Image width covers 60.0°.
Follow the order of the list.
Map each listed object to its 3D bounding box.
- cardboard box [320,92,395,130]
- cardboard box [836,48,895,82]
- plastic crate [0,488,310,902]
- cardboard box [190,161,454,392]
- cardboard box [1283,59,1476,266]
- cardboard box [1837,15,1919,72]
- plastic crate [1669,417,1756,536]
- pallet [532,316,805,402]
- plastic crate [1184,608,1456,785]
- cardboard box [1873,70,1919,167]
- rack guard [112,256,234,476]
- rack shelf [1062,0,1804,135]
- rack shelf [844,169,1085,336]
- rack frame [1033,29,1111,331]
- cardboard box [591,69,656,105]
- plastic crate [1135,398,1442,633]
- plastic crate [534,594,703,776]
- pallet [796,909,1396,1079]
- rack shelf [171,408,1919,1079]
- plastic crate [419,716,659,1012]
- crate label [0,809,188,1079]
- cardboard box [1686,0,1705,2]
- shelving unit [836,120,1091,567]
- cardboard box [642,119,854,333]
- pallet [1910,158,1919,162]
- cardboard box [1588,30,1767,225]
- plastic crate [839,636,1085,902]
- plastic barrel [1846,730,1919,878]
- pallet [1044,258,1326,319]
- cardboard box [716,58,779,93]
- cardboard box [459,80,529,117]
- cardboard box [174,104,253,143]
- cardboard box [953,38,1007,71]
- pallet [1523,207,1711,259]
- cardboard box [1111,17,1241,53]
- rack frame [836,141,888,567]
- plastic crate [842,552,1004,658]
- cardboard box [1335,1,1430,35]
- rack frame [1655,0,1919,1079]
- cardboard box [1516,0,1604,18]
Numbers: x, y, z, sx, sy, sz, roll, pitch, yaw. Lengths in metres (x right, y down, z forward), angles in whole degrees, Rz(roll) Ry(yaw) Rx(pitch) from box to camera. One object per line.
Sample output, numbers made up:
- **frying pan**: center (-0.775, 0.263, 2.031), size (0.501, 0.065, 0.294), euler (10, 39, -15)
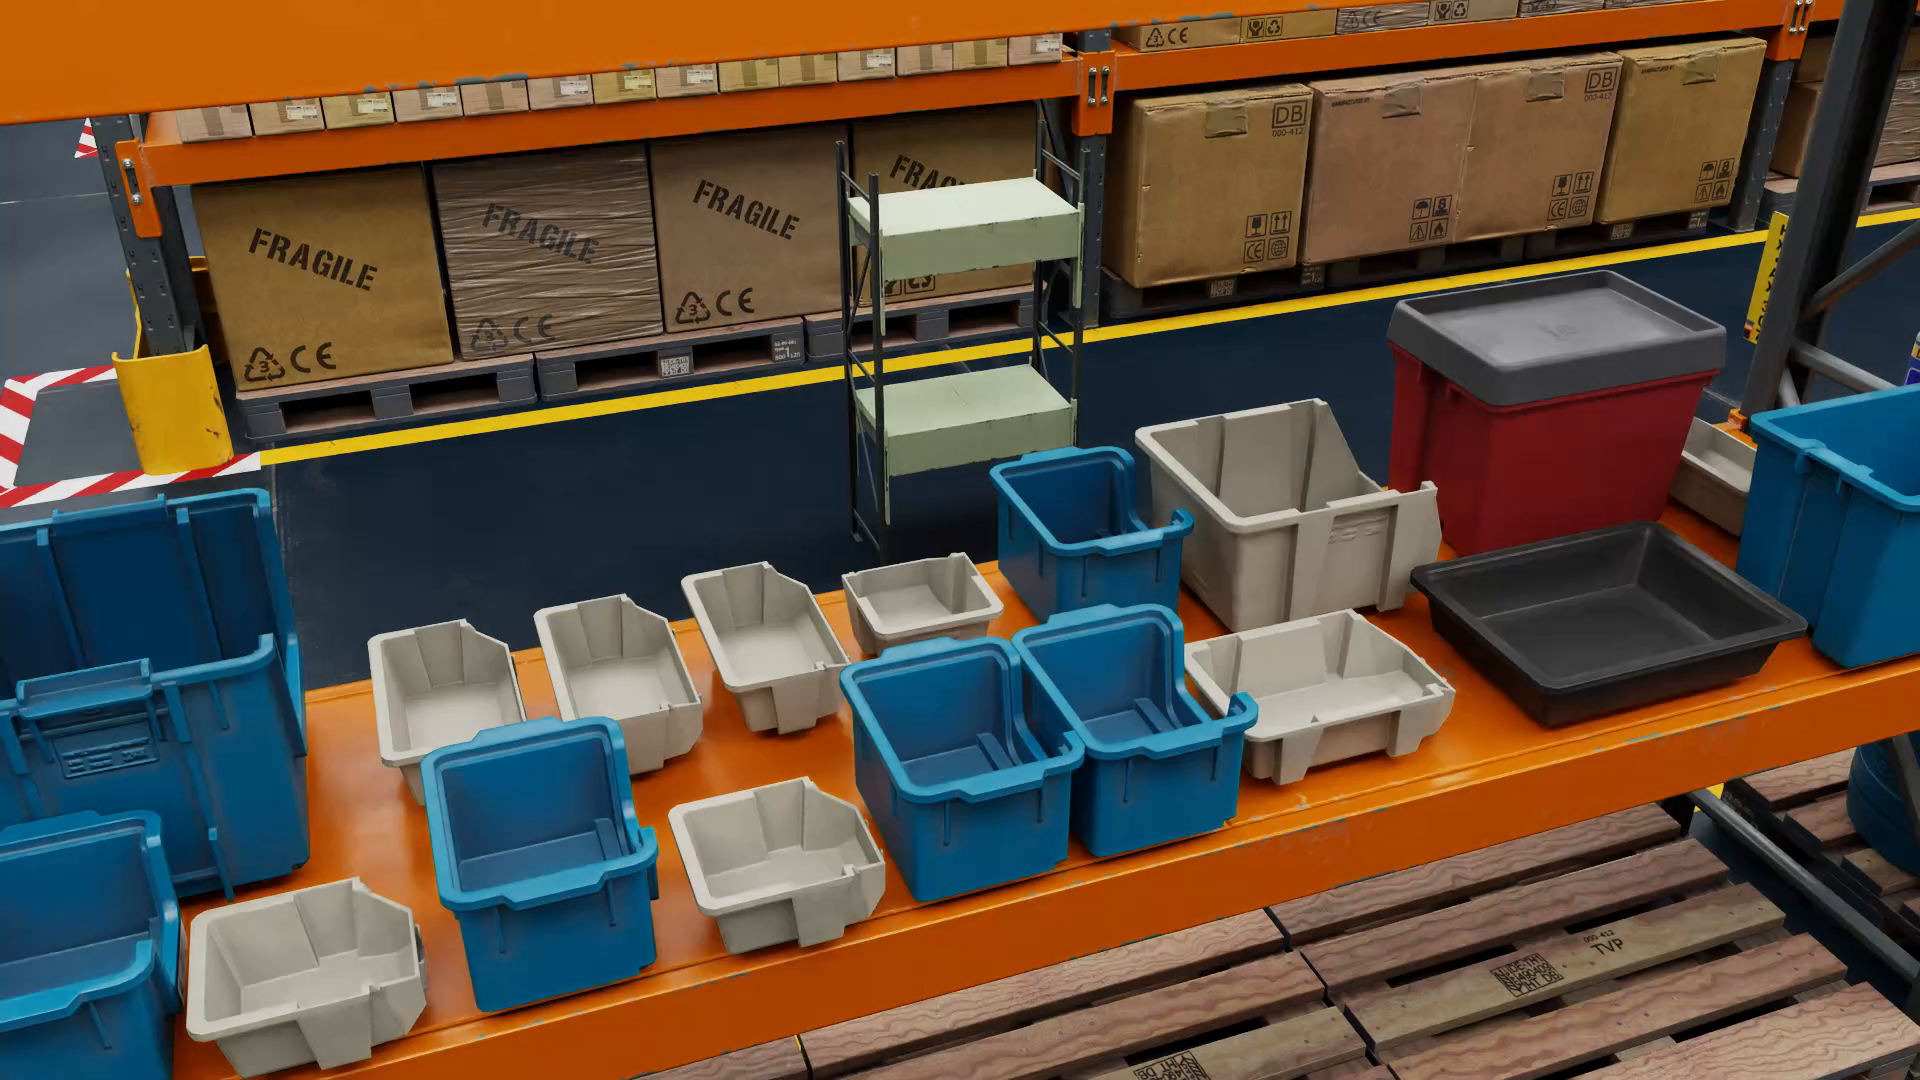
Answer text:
- **cardboard box**: center (-2.382, -1.747, 6.539), size (0.250, 0.149, 0.380), euler (-11, 32, -19)
- **cardboard box**: center (-0.455, -2.102, 7.163), size (0.250, 0.149, 0.380), euler (-10, 31, -17)
- **plastic crate**: center (-1.334, 0.254, 2.678), size (0.499, 0.435, 0.616), euler (-10, 31, -18)
- **cardboard box**: center (-2.738, -1.265, 7.163), size (0.875, 0.875, 0.875), euler (-10, 31, -18)
- **cardboard box**: center (1.869, -2.082, 8.597), size (0.875, 0.875, 1.225), euler (-12, 32, -19)
- **cardboard box**: center (5.299, -2.896, 9.626), size (0.500, 0.250, 0.500), euler (-7, 30, -12)
- **plastic crate**: center (1.680, -0.148, 3.686), size (0.243, 0.136, 0.396), euler (-10, 31, -18)
- **pallet**: center (-1.446, -1.030, 7.844), size (1.213, 0.211, 1.003), euler (-10, 31, -18)
- **plastic crate**: center (0.639, 0.278, 2.938), size (0.466, 0.136, 0.293), euler (-10, 31, -18)
- **cardboard box**: center (5.325, -2.571, 9.813), size (0.500, 0.500, 0.700), euler (-13, 32, -22)
- **rack guard**: center (-3.332, -0.768, 7.093), size (0.348, 0.500, 1.175), euler (-10, 31, -18)
- **rack shelf**: center (2.314, -2.581, 8.477), size (4.000, 0.370, 1.077), euler (-10, 31, -18)
- **rack shelf**: center (0.006, -0.992, 5.688), size (0.720, 0.370, 0.431), euler (-10, 31, -18)
- **rack frame**: center (0.439, -2.549, 7.693), size (0.127, 3.000, 1.000), euler (-10, 31, -18)
- **cardboard box**: center (-1.421, -1.923, 6.850), size (0.250, 0.149, 0.380), euler (-11, 32, -19)
- **plastic crate**: center (0.671, -0.047, 3.362), size (0.530, 0.282, 0.437), euler (-10, 31, -18)
- **plastic crate**: center (-0.605, 0.260, 2.969), size (0.243, 0.136, 0.396), euler (-10, 31, -18)
- **pallet**: center (0.345, 1.318, 3.723), size (1.213, 0.211, 1.003), euler (-10, 31, -18)
- **rack shelf**: center (0.292, 0.407, 3.232), size (4.000, 0.370, 1.077), euler (-10, 31, -18)
- **plastic crate**: center (-0.619, 0.483, 2.481), size (0.300, 0.233, 0.416), euler (-10, 31, -18)
- **crate label**: center (-1.236, 0.596, 2.281), size (0.303, 0.233, 0.416), euler (-10, 31, -18)
- **cardboard box**: center (3.812, -3.082, 8.529), size (0.500, 0.500, 0.500), euler (-9, 31, -16)
- **shelving unit**: center (0.006, -0.653, 5.881), size (0.755, 1.500, 0.431), euler (-10, 31, -18)
- **cardboard box**: center (-1.051, -1.576, 7.708), size (0.875, 0.875, 0.875), euler (-10, 31, -18)
- **pallet**: center (6.063, -2.370, 10.198), size (1.213, 0.211, 1.003), euler (-10, 31, -18)
- **cardboard box**: center (3.534, -2.389, 9.135), size (0.875, 0.875, 1.225), euler (-12, 32, -20)
- **plastic crate**: center (-0.002, 0.369, 2.680), size (0.300, 0.233, 0.416), euler (-10, 31, -18)
- **plastic barrel**: center (2.682, 0.392, 4.226), size (0.708, 0.901, 0.600), euler (-10, 31, -18)
- **pallet**: center (1.136, -1.505, 8.679), size (1.213, 0.211, 1.003), euler (-10, 31, -18)
- **cardboard box**: center (-0.937, -2.013, 7.007), size (0.250, 0.149, 0.380), euler (-11, 31, -18)
- **cardboard box**: center (-1.900, -1.836, 6.695), size (0.250, 0.149, 0.380), euler (-11, 31, -19)
- **cardboard box**: center (-2.862, -1.657, 6.383), size (0.250, 0.149, 0.380), euler (-10, 31, -17)
- **cardboard box**: center (0.026, -2.190, 7.318), size (0.250, 0.149, 0.380), euler (-10, 31, -17)
- **pallet**: center (3.423, -1.926, 9.418), size (1.213, 0.211, 1.003), euler (-10, 31, -18)
- **cardboard box**: center (0.958, -2.556, 7.604), size (0.500, 0.500, 0.500), euler (-10, 31, -17)
- **rack frame**: center (-0.337, -0.590, 5.770), size (0.023, 1.500, 0.400), euler (-10, 31, -18)
- **plastic crate**: center (-0.081, 0.141, 3.178), size (0.250, 0.136, 0.298), euler (-10, 31, -18)
- **cardboard box**: center (1.898, -2.729, 7.909), size (0.500, 0.500, 0.500), euler (-11, 32, -19)
- **rack frame**: center (2.166, -0.251, 3.660), size (0.127, 3.000, 1.000), euler (-10, 31, -18)
- **cardboard box**: center (2.857, -2.908, 8.223), size (0.500, 0.500, 0.500), euler (-11, 32, -19)
